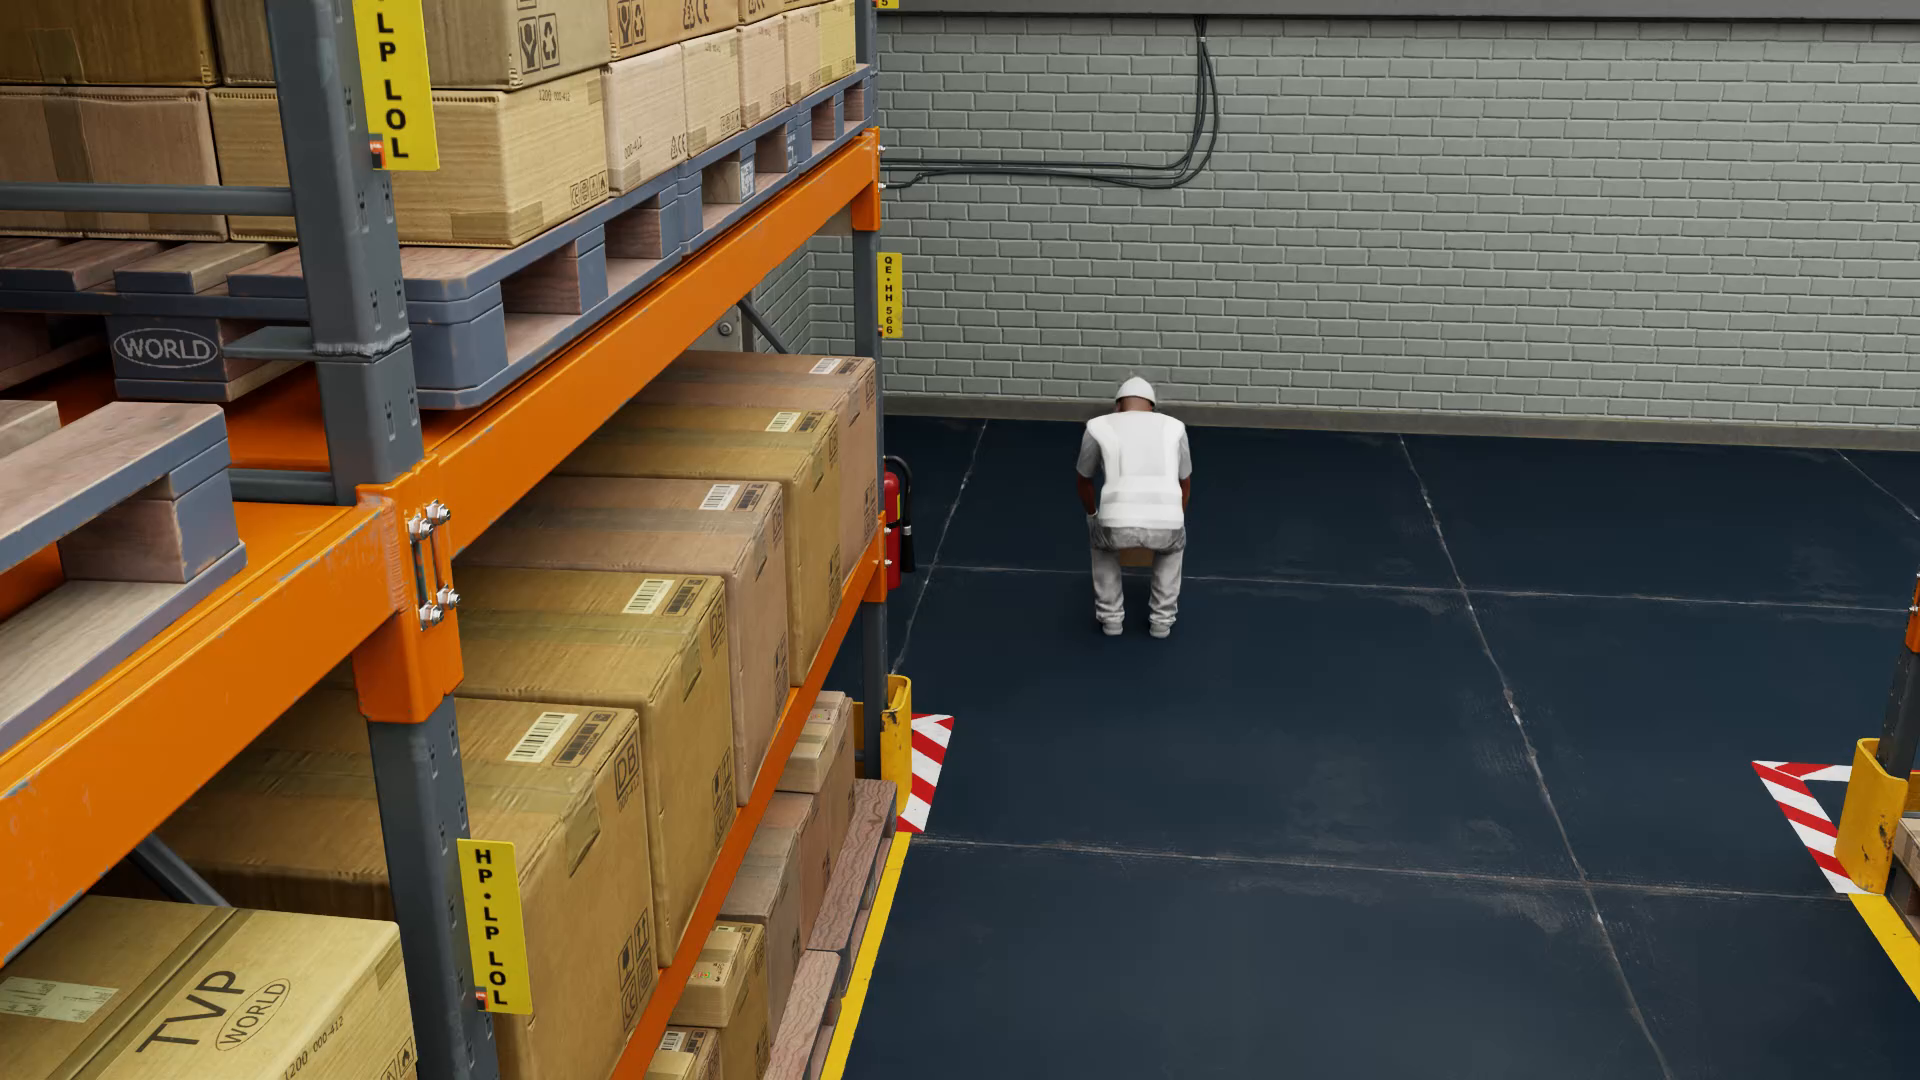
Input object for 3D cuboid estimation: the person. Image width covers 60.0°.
[{"bbox_3d":[0.898,-0.154,8.685,0.607,1.264,0.833,2,21,6],"label":"person"}]
